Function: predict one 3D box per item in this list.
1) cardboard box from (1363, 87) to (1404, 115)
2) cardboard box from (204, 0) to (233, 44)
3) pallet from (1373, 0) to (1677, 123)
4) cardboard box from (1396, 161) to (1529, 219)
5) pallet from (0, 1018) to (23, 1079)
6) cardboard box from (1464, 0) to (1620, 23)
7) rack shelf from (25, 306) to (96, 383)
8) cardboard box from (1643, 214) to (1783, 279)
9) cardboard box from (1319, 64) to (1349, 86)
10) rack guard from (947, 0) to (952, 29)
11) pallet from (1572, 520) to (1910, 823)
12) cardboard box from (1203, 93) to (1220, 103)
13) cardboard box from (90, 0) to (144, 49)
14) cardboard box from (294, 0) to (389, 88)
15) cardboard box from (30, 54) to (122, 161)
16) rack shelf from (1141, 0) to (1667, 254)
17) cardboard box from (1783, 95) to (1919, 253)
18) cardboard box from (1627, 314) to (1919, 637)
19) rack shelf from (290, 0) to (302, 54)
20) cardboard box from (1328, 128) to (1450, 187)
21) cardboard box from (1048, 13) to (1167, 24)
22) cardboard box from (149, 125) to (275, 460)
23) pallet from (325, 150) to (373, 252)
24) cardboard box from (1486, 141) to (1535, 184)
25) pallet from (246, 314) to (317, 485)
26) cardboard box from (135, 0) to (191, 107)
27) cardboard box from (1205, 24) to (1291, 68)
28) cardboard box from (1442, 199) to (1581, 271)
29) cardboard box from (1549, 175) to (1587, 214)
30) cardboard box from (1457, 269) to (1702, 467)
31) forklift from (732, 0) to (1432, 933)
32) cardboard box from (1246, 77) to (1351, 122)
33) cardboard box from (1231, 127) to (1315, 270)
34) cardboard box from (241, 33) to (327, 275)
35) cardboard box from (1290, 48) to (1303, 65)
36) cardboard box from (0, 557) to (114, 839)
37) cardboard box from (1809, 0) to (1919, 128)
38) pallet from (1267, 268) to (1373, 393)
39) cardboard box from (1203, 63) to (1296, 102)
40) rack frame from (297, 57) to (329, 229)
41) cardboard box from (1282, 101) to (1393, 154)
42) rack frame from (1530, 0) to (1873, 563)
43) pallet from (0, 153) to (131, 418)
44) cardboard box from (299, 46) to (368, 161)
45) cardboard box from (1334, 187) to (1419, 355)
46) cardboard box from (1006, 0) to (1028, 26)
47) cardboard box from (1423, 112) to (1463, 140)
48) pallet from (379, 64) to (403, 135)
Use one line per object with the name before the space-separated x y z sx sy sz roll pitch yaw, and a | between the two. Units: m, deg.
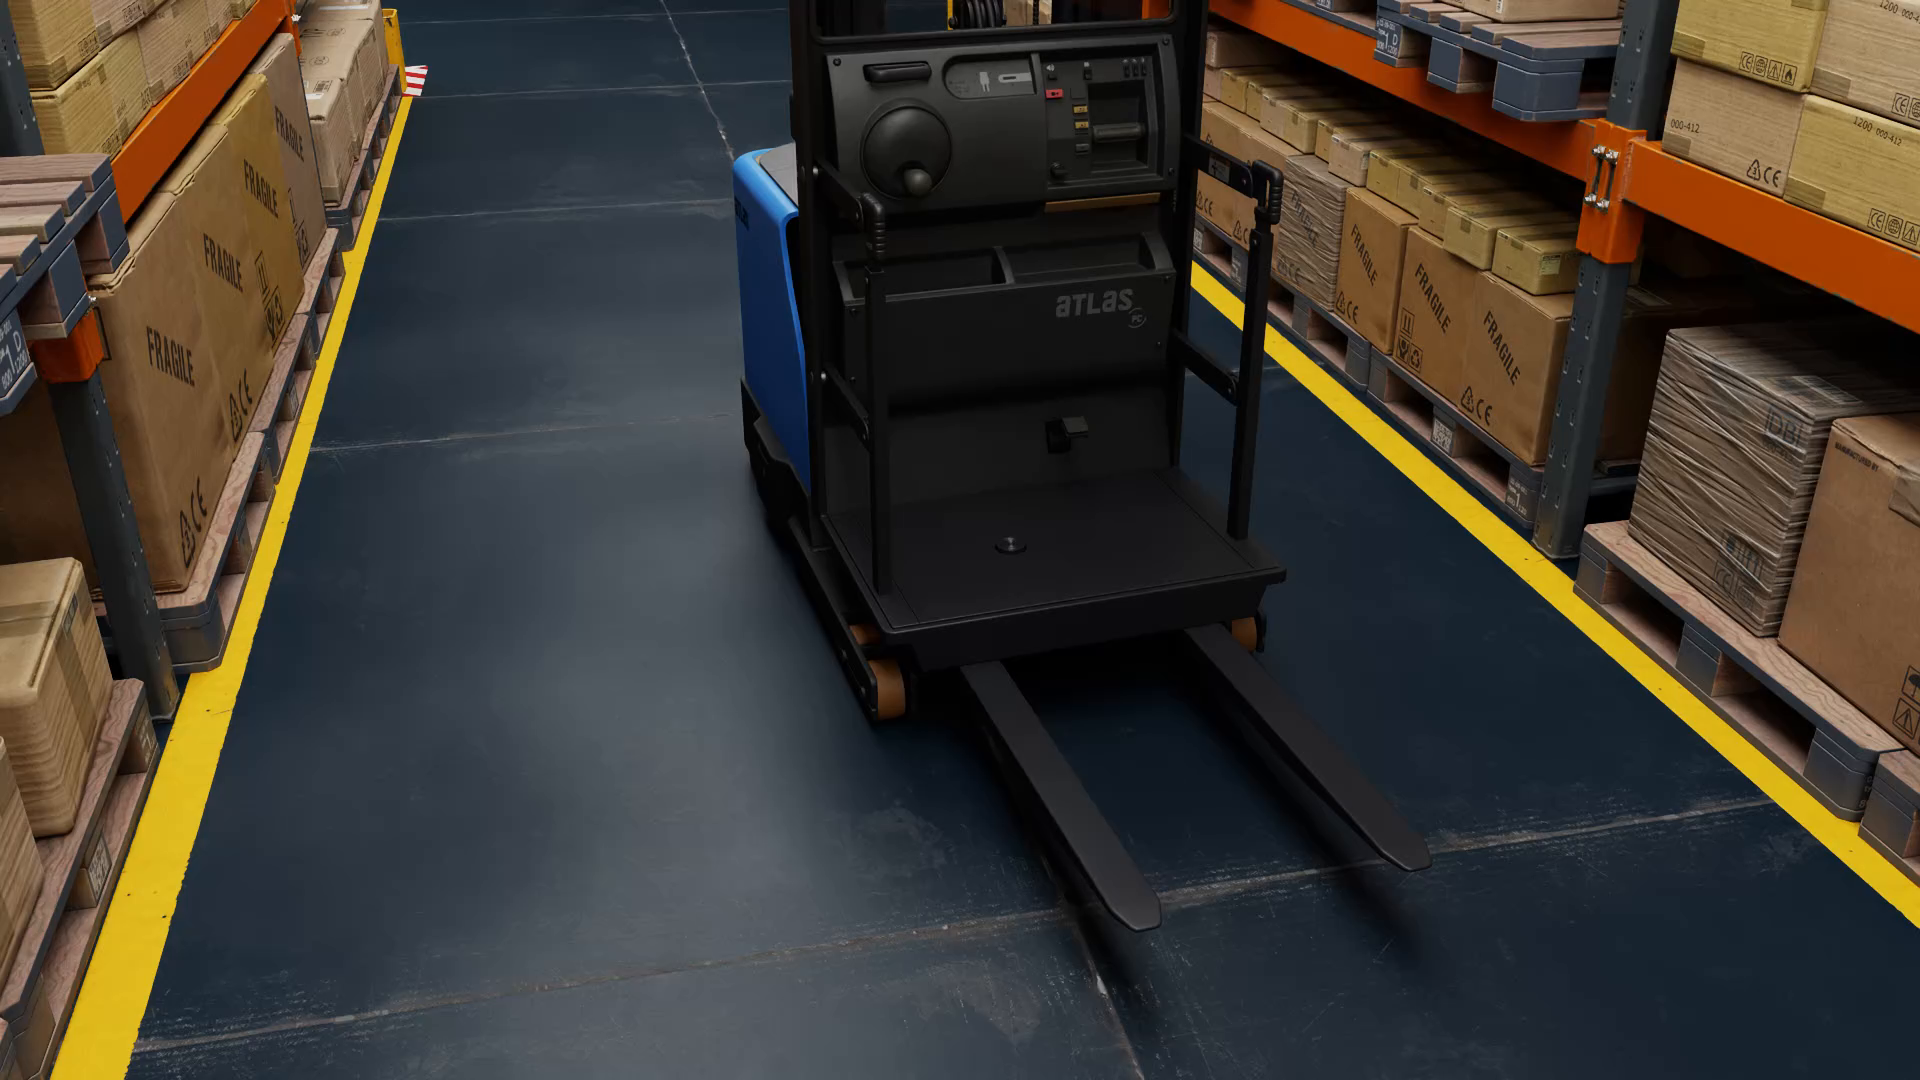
cardboard box | 1.975 -1.876 7.225 0.380 0.149 0.250 -5 27 -10
cardboard box | -2.889 -1.913 5.877 0.500 0.250 0.500 -7 28 -13
pallet | 2.070 -1.552 5.210 1.213 0.211 1.003 -6 27 -12
cardboard box | 1.810 -1.257 6.000 0.380 0.149 0.250 -5 27 -10
pallet | -2.097 1.281 2.479 1.003 0.211 1.213 -6 27 -12
cardboard box | 1.770 -1.672 5.047 0.380 0.149 0.250 -5 27 -11
rack shelf | -2.093 0.357 2.012 1.077 0.370 4.000 -6 27 -12
cardboard box | 2.478 -0.969 5.430 0.380 0.149 0.250 -5 27 -9
cardboard box | 1.882 -2.112 7.693 0.380 0.149 0.250 -6 27 -11
rack guard | 0.506 -3.710 12.046 1.175 0.500 0.348 -6 27 -12
pallet | 2.439 0.263 4.496 1.003 0.211 1.213 -6 27 -12
cardboard box | 1.280 -1.940 8.073 0.500 0.500 0.500 -5 27 -9
cardboard box | -2.533 -1.473 4.451 0.500 0.250 0.500 -5 27 -10
cardboard box | -4.100 -3.118 10.476 0.875 0.438 0.875 -7 28 -13
cardboard box | -2.409 -1.015 4.099 0.500 0.250 0.500 -6 27 -12
rack shelf | 1.841 -1.905 6.493 1.077 0.370 4.000 -6 27 -12
cardboard box | 2.262 -0.840 3.751 0.500 0.250 0.500 -7 28 -13
cardboard box | 2.419 -0.200 4.486 0.875 0.625 0.625 -5 27 -10
rack shelf | -3.896 -3.155 8.970 1.077 0.370 4.000 -6 27 -12
cardboard box | 1.662 -1.485 6.451 0.380 0.149 0.250 -7 28 -14
cardboard box | 0.923 -2.818 9.813 0.700 0.500 0.500 -7 28 -14
cardboard box | -2.815 -0.785 5.367 0.875 0.875 0.875 -6 27 -11
pallet | -3.540 -1.695 8.374 1.003 0.211 1.213 -6 27 -12
cardboard box | 2.233 -1.428 6.339 0.380 0.149 0.250 -7 28 -13
pallet | -2.919 -0.485 5.977 1.003 0.211 1.213 -6 27 -12
cardboard box | -2.654 -1.470 5.000 0.500 0.250 0.500 -5 27 -10
cardboard box | 1.317 -2.304 7.744 0.380 0.149 0.250 -7 28 -14
cardboard box | 1.842 -1.017 5.523 0.380 0.149 0.250 -7 28 -14
cardboard box | 2.310 -1.190 5.867 0.380 0.149 0.250 -6 27 -11
cardboard box | 1.987 -0.583 5.384 0.500 0.500 0.500 -5 27 -10
forklift | 0.191 -1.042 4.061 1.130 2.935 3.031 -8 28 -16
cardboard box | 1.493 -1.936 7.345 0.380 0.149 0.250 -6 27 -12
cardboard box | 1.518 -1.488 7.177 0.500 0.500 0.500 -7 28 -13
cardboard box | -3.227 -1.573 6.929 0.875 0.875 0.875 -5 27 -10
cardboard box | 1.754 -2.333 8.131 0.380 0.149 0.250 -7 28 -14
cardboard box | -2.426 0.393 3.593 0.950 0.372 0.625 -8 28 -15
cardboard box | 2.265 -1.064 3.641 0.500 0.250 0.500 -5 27 -10
pallet | 1.889 -0.969 6.935 1.003 0.211 1.213 -6 27 -12
cardboard box | 1.350 -2.167 7.802 0.380 0.149 0.250 -7 28 -13
rack frame | -3.445 -2.598 7.068 1.000 3.000 0.127 -6 27 -12
cardboard box | 1.567 -1.713 6.904 0.380 0.149 0.250 -5 27 -10
rack frame | 2.292 -1.348 4.591 1.000 3.000 0.127 -6 27 -12
pallet | -2.279 -0.454 3.034 1.213 0.211 1.003 -6 27 -12
cardboard box | -3.684 -2.321 8.897 0.875 0.438 0.875 -7 28 -13
cardboard box | 1.764 -1.033 6.276 0.500 0.500 0.500 -5 27 -9
cardboard box | 0.689 -3.274 10.715 0.700 0.500 0.500 -5 27 -9
cardboard box | 2.115 -1.655 6.787 0.380 0.149 0.250 -7 28 -14
pallet | -4.090 -2.766 10.496 1.003 0.211 1.213 -6 27 -12
